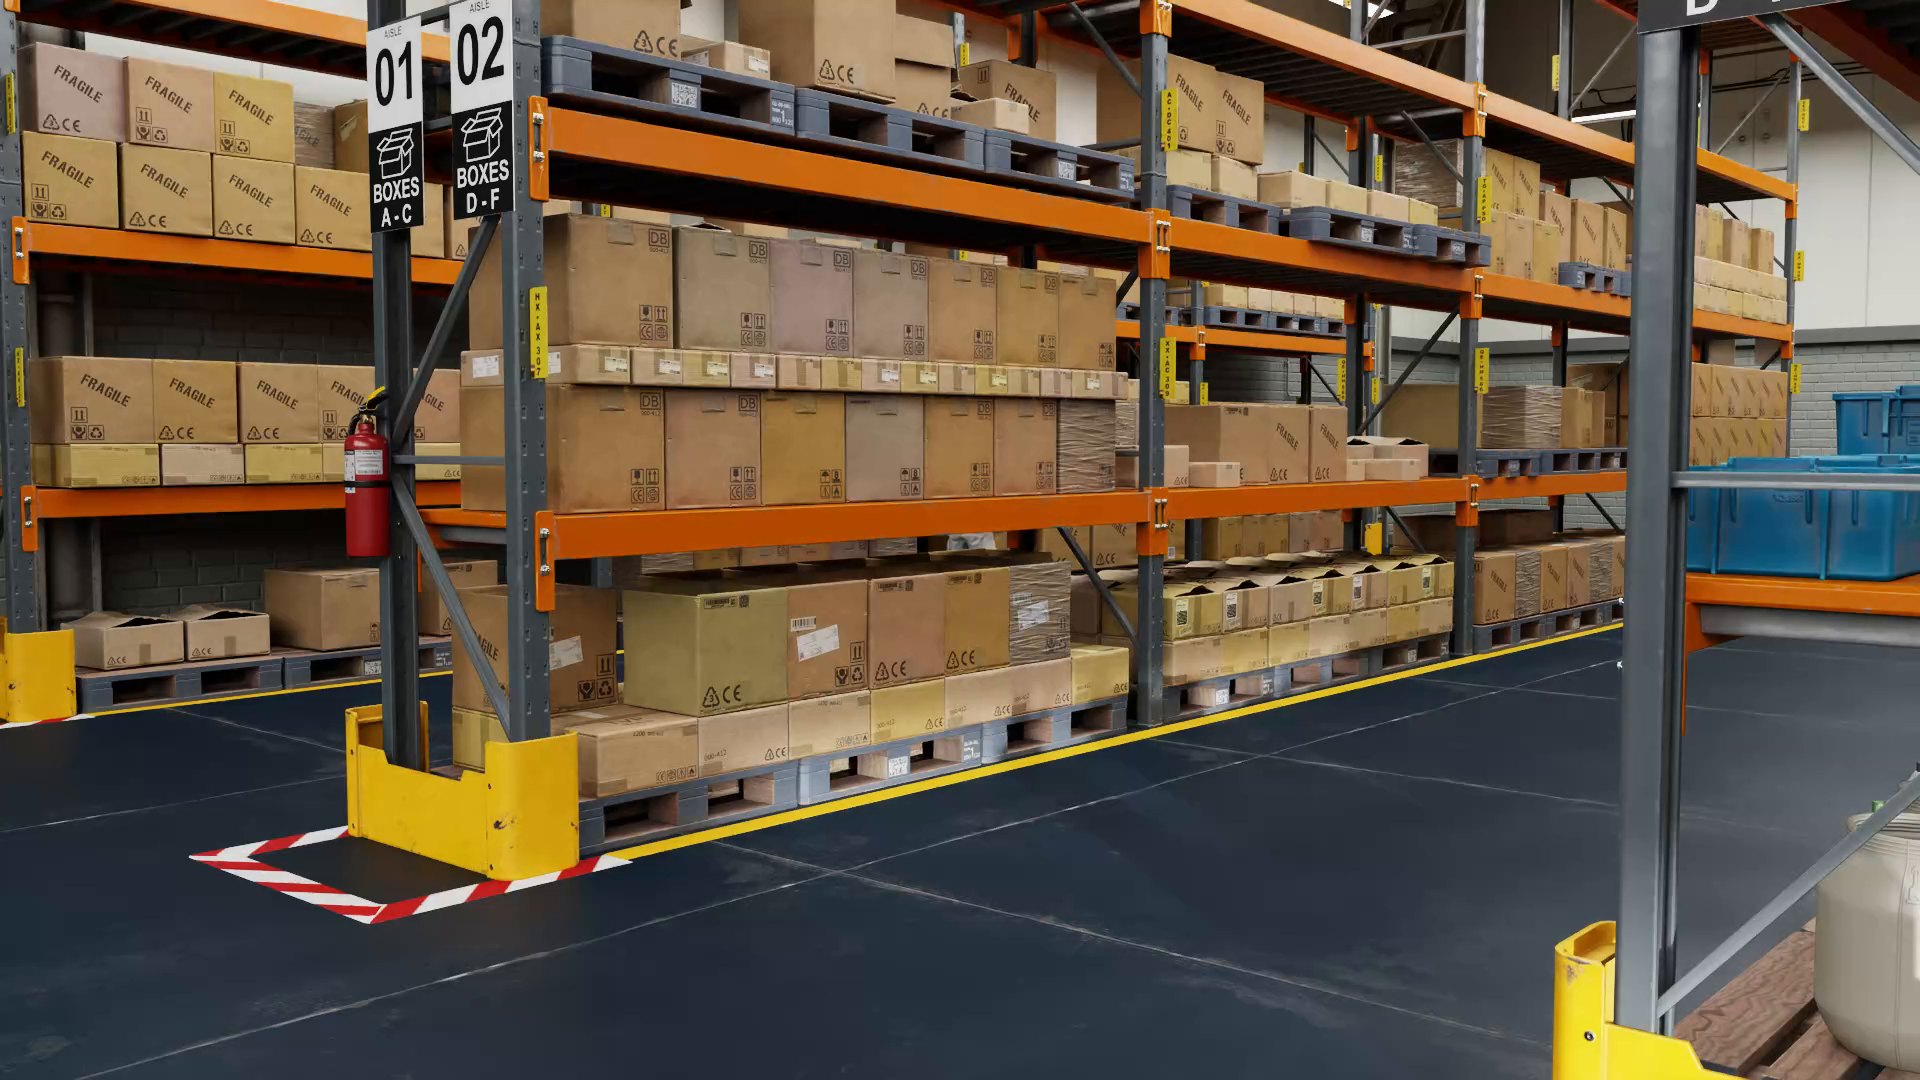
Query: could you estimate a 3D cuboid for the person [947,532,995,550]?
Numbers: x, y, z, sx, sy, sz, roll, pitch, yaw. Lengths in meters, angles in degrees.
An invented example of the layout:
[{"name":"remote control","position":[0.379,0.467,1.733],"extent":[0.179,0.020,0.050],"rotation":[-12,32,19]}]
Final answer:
[{"name":"person","position":[0.134,-0.116,13.409],"extent":[0.494,1.784,0.566],"rotation":[3,5,42]}]
